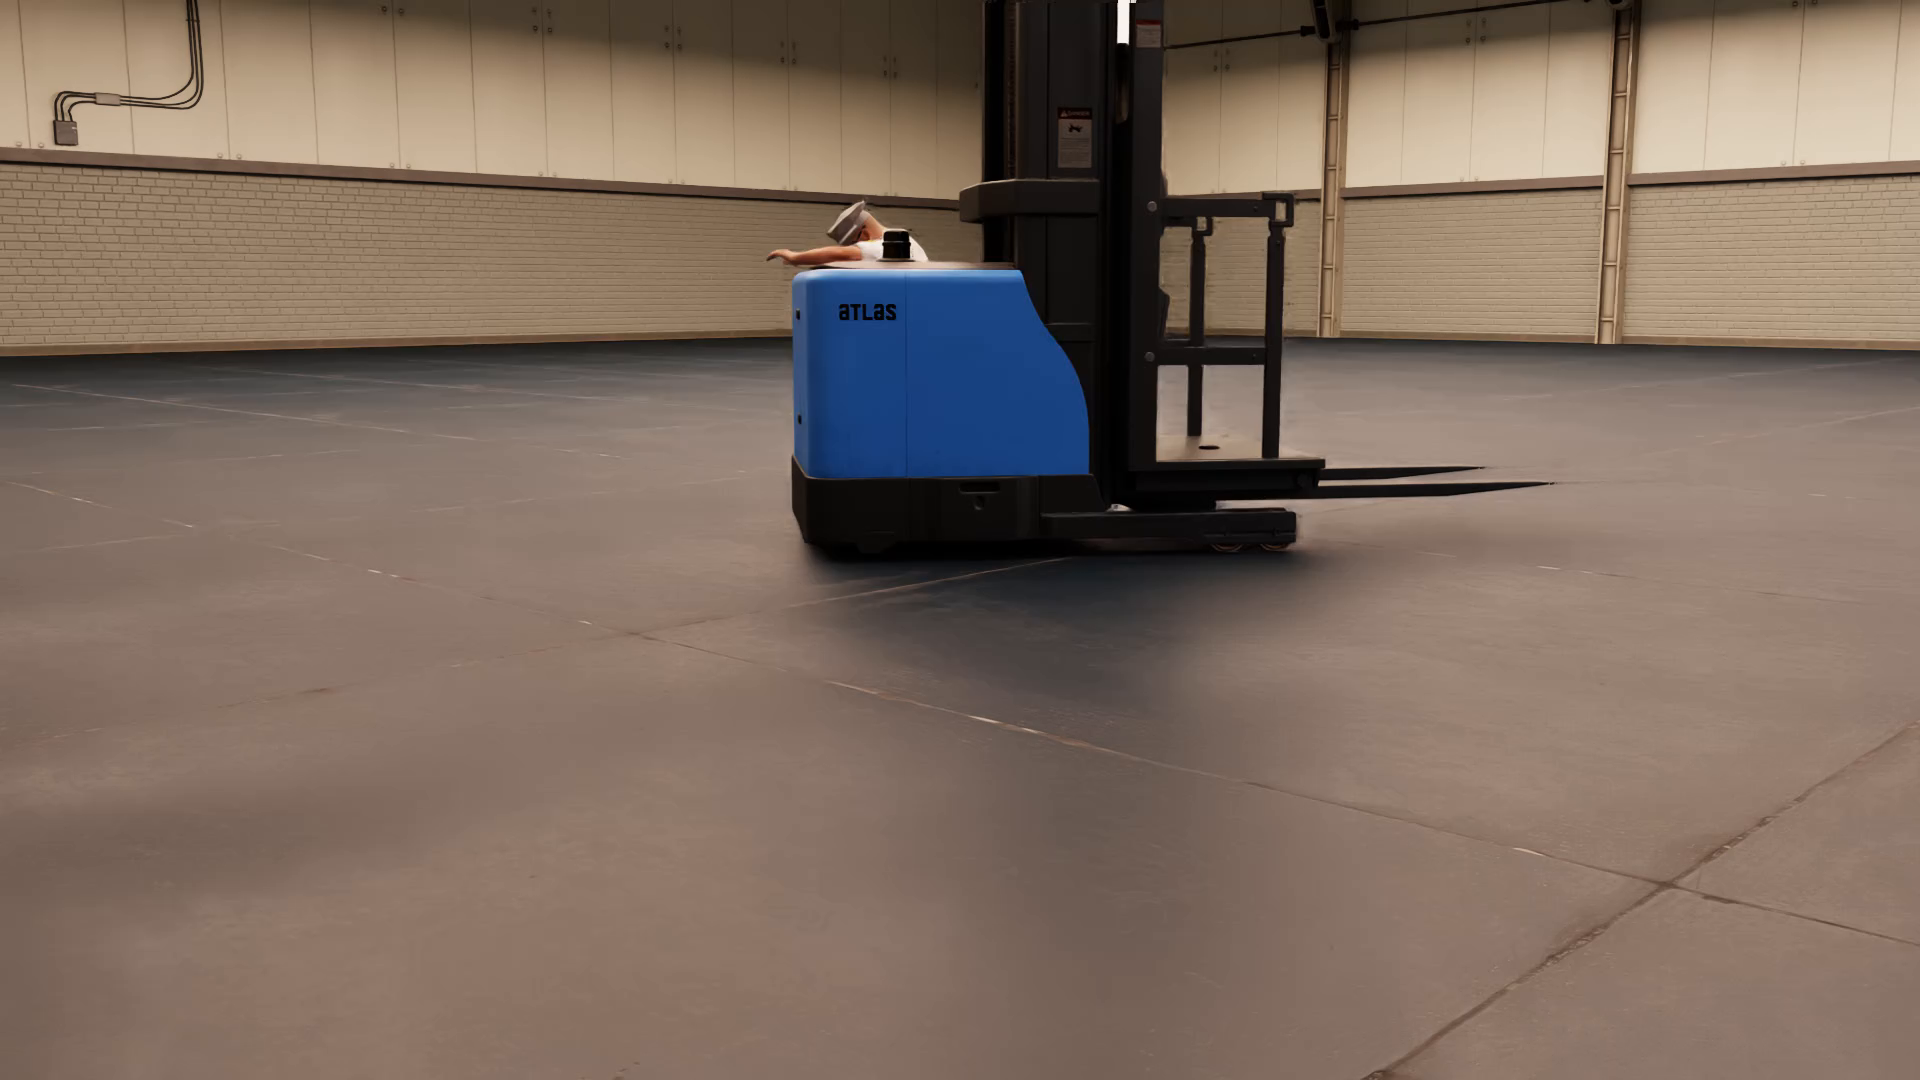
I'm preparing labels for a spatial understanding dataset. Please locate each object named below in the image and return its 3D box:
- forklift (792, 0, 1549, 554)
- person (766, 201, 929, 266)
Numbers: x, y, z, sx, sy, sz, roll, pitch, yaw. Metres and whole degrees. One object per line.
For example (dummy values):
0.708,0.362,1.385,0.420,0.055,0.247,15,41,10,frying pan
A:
0.853,-1.475,6.667,3.031,2.935,1.130,-1,9,-9,forklift
-0.416,-0.903,8.010,1.032,1.428,1.234,4,9,24,person
